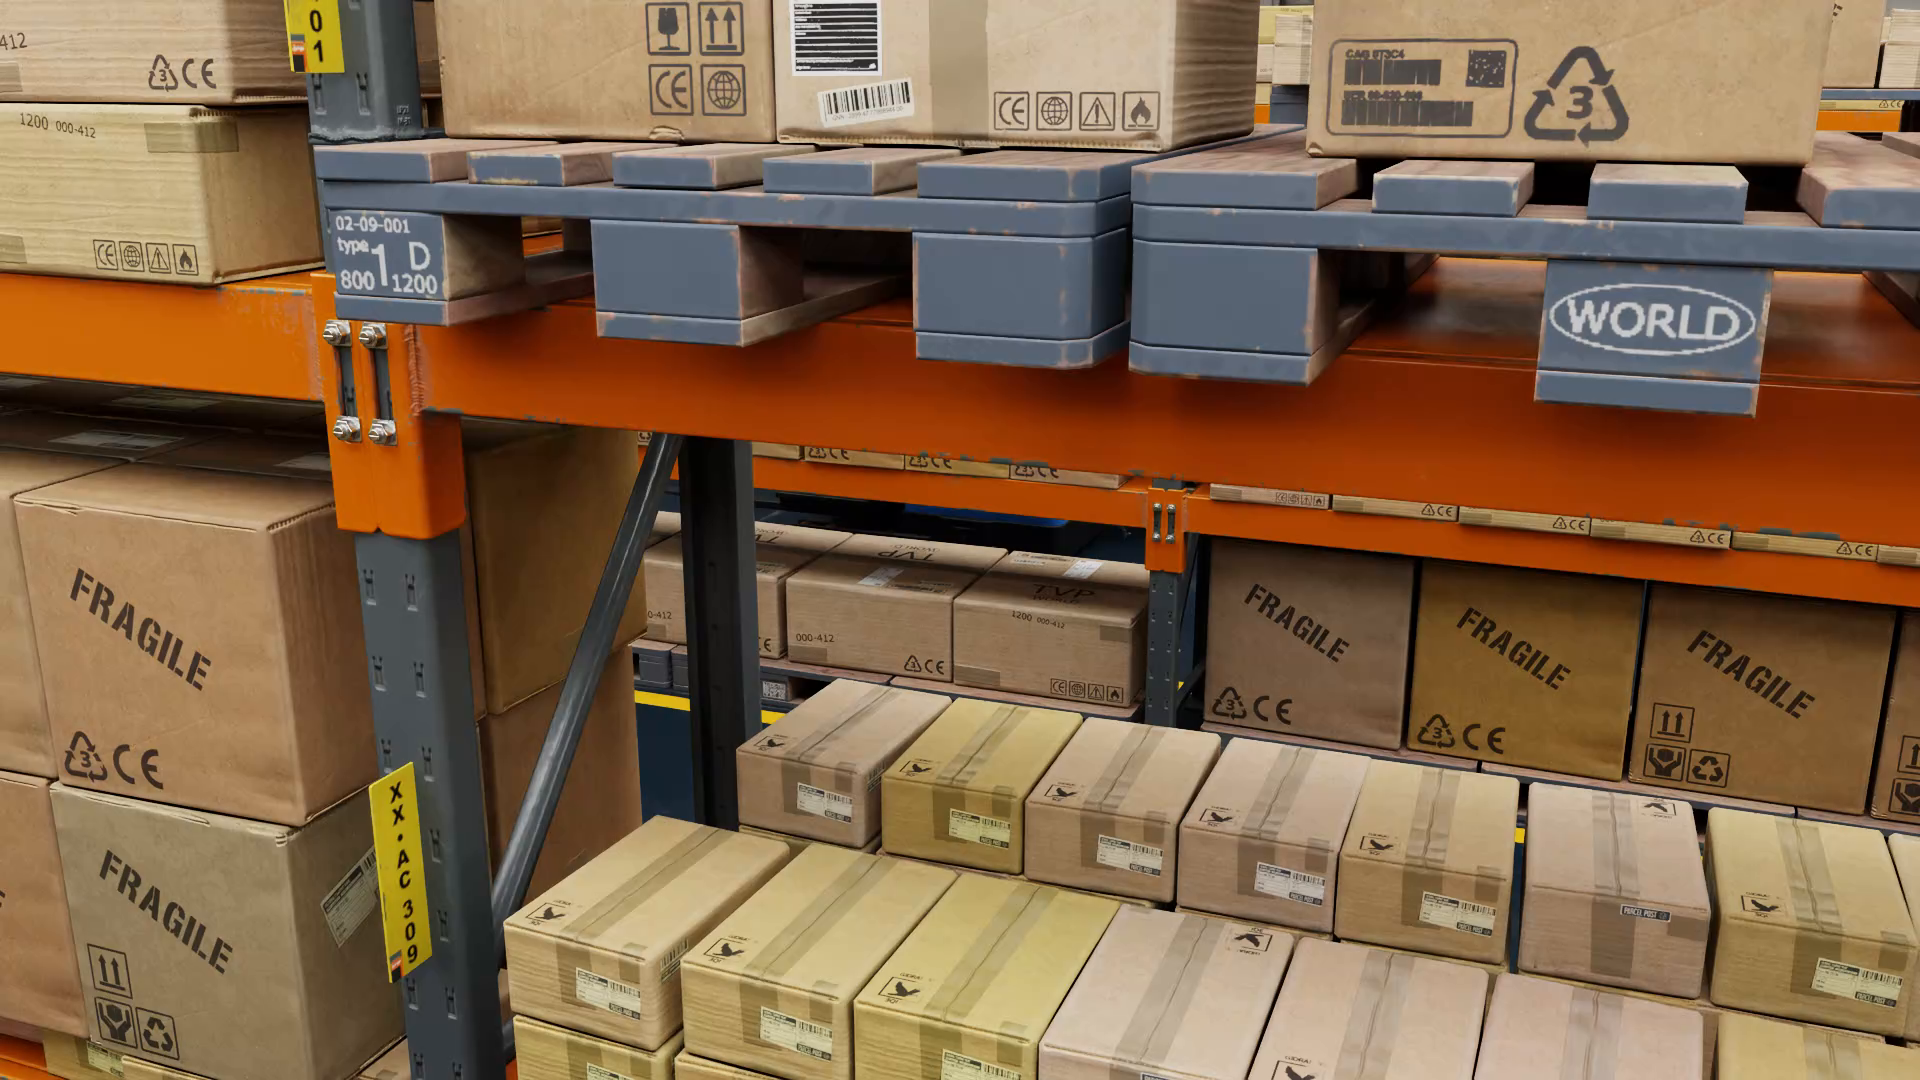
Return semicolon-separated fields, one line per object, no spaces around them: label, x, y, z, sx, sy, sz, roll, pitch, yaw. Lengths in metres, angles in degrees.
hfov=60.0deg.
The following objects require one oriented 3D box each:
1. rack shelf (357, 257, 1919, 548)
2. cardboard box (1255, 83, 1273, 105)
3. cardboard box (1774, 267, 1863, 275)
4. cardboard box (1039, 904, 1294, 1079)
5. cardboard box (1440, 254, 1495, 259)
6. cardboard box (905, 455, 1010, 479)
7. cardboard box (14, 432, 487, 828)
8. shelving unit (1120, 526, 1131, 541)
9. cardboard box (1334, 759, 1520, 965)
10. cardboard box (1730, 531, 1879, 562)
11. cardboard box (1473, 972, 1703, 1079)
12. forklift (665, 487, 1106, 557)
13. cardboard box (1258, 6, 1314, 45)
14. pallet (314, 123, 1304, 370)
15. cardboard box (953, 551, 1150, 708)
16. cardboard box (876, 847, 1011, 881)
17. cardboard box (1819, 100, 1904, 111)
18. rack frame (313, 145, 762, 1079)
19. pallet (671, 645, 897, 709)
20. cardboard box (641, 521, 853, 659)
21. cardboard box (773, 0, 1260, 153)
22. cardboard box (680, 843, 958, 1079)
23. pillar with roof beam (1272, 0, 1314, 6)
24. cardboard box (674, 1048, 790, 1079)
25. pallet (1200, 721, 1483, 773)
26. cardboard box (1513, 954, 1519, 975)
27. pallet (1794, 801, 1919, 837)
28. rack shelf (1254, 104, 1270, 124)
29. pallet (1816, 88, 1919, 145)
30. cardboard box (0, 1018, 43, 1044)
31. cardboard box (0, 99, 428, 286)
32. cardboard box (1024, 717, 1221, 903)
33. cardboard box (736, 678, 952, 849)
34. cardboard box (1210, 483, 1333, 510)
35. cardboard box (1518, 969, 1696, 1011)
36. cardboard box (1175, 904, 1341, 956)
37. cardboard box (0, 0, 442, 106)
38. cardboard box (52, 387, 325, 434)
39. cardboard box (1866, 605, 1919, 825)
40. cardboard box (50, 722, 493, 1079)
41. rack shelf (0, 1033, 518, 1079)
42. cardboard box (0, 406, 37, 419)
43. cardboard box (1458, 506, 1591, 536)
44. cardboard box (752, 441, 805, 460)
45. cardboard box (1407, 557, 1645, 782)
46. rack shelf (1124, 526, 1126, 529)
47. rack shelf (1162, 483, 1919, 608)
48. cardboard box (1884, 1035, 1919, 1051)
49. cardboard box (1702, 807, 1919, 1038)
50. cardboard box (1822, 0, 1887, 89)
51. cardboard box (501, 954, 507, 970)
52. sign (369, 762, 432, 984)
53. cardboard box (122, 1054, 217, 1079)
rack shelf;1.211;-0.114;2.097;4.000;0.370;1.077;6;17;21
cardboard box;2.221;-3.111;11.581;0.250;0.149;0.380;6;17;21
cardboard box;3.484;-0.856;6.769;0.500;0.500;0.500;7;18;22
cardboard box;0.279;0.649;2.187;0.250;0.149;0.380;6;17;20
cardboard box;2.065;-1.014;7.315;0.500;0.500;0.500;7;17;22
cardboard box;0.067;-0.598;7.675;0.500;0.500;0.500;6;17;19
cardboard box;-1.186;0.127;2.848;0.500;0.500;0.500;6;17;19
shelving unit;1.124;-1.013;11.445;0.503;0.431;2.100;-5;61;-20
cardboard box;0.758;0.507;2.677;0.250;0.149;0.380;6;17;19
cardboard box;3.285;-0.125;6.493;0.500;0.250;0.500;6;17;20
cardboard box;0.752;0.701;2.008;0.250;0.149;0.380;7;18;23
forklift;-0.585;-1.473;10.989;3.031;2.935;1.130;6;17;21
cardboard box;2.333;-3.546;11.467;0.500;0.250;0.500;6;17;21
pallet;-0.114;-0.483;2.414;1.003;0.211;1.213;6;17;21
cardboard box;0.528;0.419;8.193;0.875;0.438;0.875;6;17;20
cardboard box;0.039;0.569;2.999;0.250;0.149;0.380;6;17;21
cardboard box;5.578;-2.806;10.346;0.500;0.250;0.500;6;17;21
rack frame;-0.649;0.776;3.119;0.127;3.000;1.000;6;17;21
pallet;-0.744;0.599;8.732;1.213;0.211;1.003;6;17;21
cardboard box;-1.143;0.235;8.827;0.875;0.438;0.875;7;18;22
cardboard box;0.093;-0.679;2.157;0.500;0.311;0.500;6;17;20
cardboard box;-0.190;0.596;2.370;0.250;0.149;0.380;7;18;22
pillar with roof beam;0.994;-3.875;8.381;0.400;9.000;9.100;6;17;21
cardboard box;-0.210;0.738;2.415;0.250;0.149;0.380;6;17;20
pallet;1.819;0.881;7.761;1.213;0.211;1.003;6;17;21
cardboard box;1.006;0.817;2.676;0.250;0.149;0.380;7;18;23
pallet;4.088;1.130;6.901;1.213;0.211;1.003;6;17;21
rack shelf;1.030;-3.105;12.400;4.000;0.370;1.077;6;17;21
pallet;3.134;-1.624;6.347;1.213;0.211;1.003;7;18;23
cardboard box;-1.722;0.843;3.339;0.250;0.149;0.380;6;17;19
cardboard box;-1.205;-0.572;2.654;0.500;0.250;0.500;7;17;22
cardboard box;0.286;0.454;2.859;0.250;0.149;0.380;6;17;19
cardboard box;-0.204;0.400;3.046;0.250;0.149;0.380;7;18;23
cardboard box;1.386;-0.332;7.207;0.500;0.250;0.500;6;17;19
cardboard box;1.021;0.676;2.629;0.250;0.149;0.380;6;17;21
cardboard box;0.525;0.622;2.816;0.250;0.149;0.380;6;17;19
cardboard box;-1.172;-0.814;2.588;0.500;0.250;0.500;5;17;18
cardboard box;-1.467;-0.053;3.470;0.500;0.500;0.500;6;17;19
cardboard box;4.182;0.618;6.723;0.875;0.875;0.875;6;17;20
cardboard box;-1.203;0.609;2.982;0.500;0.500;0.500;6;17;21
rack shelf;-2.510;0.917;3.924;4.000;0.370;1.077;6;17;21
cardboard box;-2.139;0.020;3.219;0.500;0.500;0.500;7;18;22
cardboard box;2.338;-0.223;6.831;0.500;0.250;0.500;6;17;20
cardboard box;-0.887;-0.703;8.037;0.500;0.500;0.500;7;18;22
cardboard box;2.522;0.434;7.356;0.875;0.875;0.875;7;18;22
rack shelf;1.297;-0.405;11.115;0.480;0.431;0.518;-5;61;-20
rack shelf;2.934;0.032;6.973;4.000;0.370;1.077;6;17;21
cardboard box;1.497;0.729;2.447;0.250;0.149;0.380;6;17;20
cardboard box;1.259;0.561;2.492;0.250;0.149;0.380;6;17;20
cardboard box;3.048;-1.904;6.039;0.500;0.500;0.500;6;17;21
cardboard box;-0.793;0.783;3.546;0.250;0.149;0.380;7;18;23
sign;-0.841;0.502;2.511;0.005;0.325;0.100;6;17;21
cardboard box;-1.280;0.930;3.039;0.250;0.149;0.380;6;17;19
